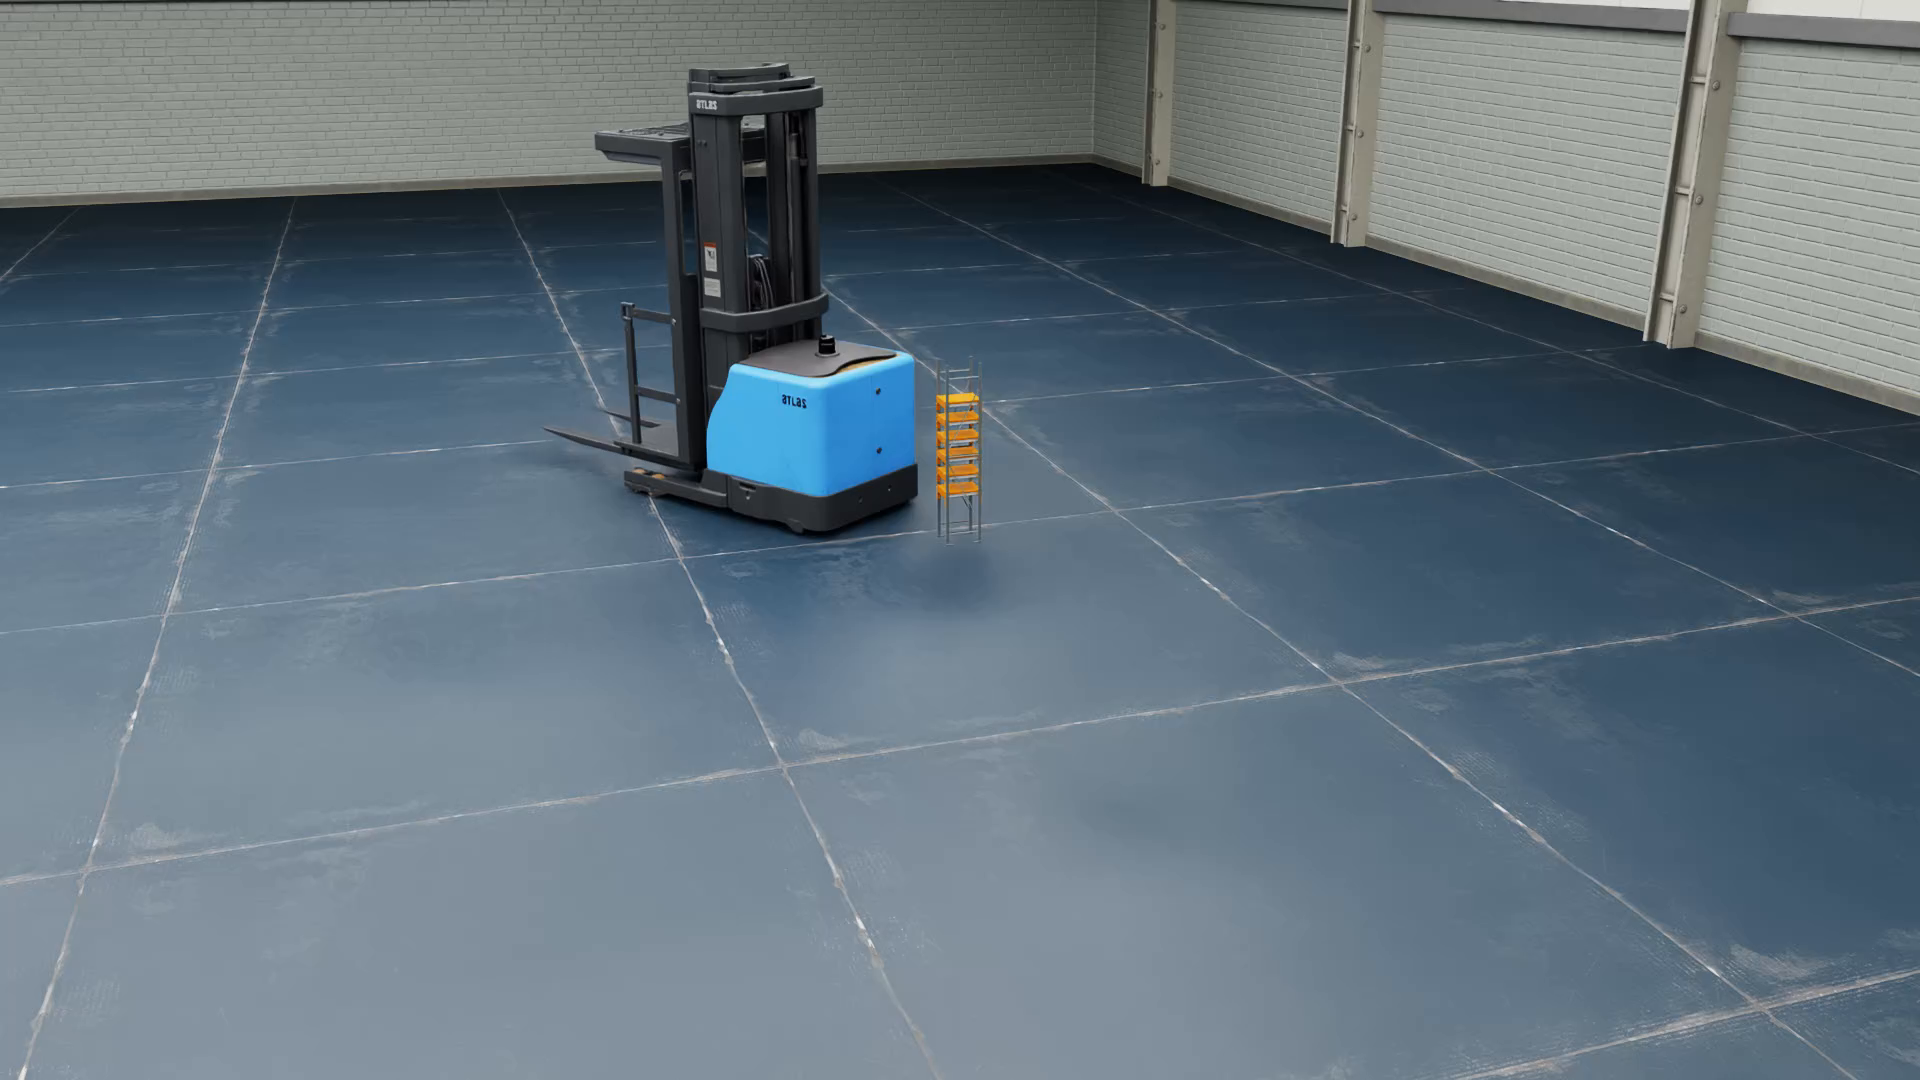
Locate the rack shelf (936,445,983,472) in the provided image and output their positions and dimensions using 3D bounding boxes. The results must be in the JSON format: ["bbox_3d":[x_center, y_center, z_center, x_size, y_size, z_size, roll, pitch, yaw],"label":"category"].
[{"bbox_3d":[-0.005,-0.528,10.742,0.258,0.103,0.180,-6,21,-17],"label":"rack shelf"}]

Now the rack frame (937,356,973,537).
[{"bbox_3d":[-0.033,-0.599,10.808,0.240,1.200,0.006,-6,21,-17],"label":"rack frame"}]

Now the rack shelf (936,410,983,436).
[{"bbox_3d":[-0.005,-0.753,10.660,0.258,0.103,0.180,-6,21,-17],"label":"rack shelf"}]

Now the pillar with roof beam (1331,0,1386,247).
[{"bbox_3d":[0.970,-7.630,18.848,9.100,9.000,0.400,-6,21,-17],"label":"pillar with roof beam"}]

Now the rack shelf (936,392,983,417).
[{"bbox_3d":[-0.005,-0.866,10.620,0.258,0.103,0.180,-6,21,-17],"label":"rack shelf"}]

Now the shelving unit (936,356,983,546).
[{"bbox_3d":[-0.005,-0.569,10.727,0.258,1.200,0.189,-6,21,-17],"label":"shelving unit"}]

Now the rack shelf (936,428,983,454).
[{"bbox_3d":[-0.005,-0.640,10.701,0.258,0.103,0.180,-6,21,-17],"label":"rack shelf"}]

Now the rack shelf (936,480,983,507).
[{"bbox_3d":[-0.005,-0.302,10.823,0.258,0.103,0.180,-6,21,-17],"label":"rack shelf"}]

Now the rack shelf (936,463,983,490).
[{"bbox_3d":[-0.005,-0.415,10.782,0.258,0.103,0.180,-6,21,-17],"label":"rack shelf"}]

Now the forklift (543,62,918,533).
[{"bbox_3d":[-1.772,-1.804,11.604,3.031,2.935,1.130,15,24,35],"label":"forklift"}]

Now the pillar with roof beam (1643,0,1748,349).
[{"bbox_3d":[2.856,-5.705,13.488,9.100,9.000,0.400,-6,21,-17],"label":"pillar with roof beam"}]

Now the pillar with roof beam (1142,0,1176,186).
[{"bbox_3d":[-0.916,-9.556,24.209,9.100,9.000,0.400,-6,21,-17],"label":"pillar with roof beam"}]

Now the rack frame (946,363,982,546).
[{"bbox_3d":[0.024,-0.540,10.645,0.240,1.200,0.006,-6,21,-17],"label":"rack frame"}]
